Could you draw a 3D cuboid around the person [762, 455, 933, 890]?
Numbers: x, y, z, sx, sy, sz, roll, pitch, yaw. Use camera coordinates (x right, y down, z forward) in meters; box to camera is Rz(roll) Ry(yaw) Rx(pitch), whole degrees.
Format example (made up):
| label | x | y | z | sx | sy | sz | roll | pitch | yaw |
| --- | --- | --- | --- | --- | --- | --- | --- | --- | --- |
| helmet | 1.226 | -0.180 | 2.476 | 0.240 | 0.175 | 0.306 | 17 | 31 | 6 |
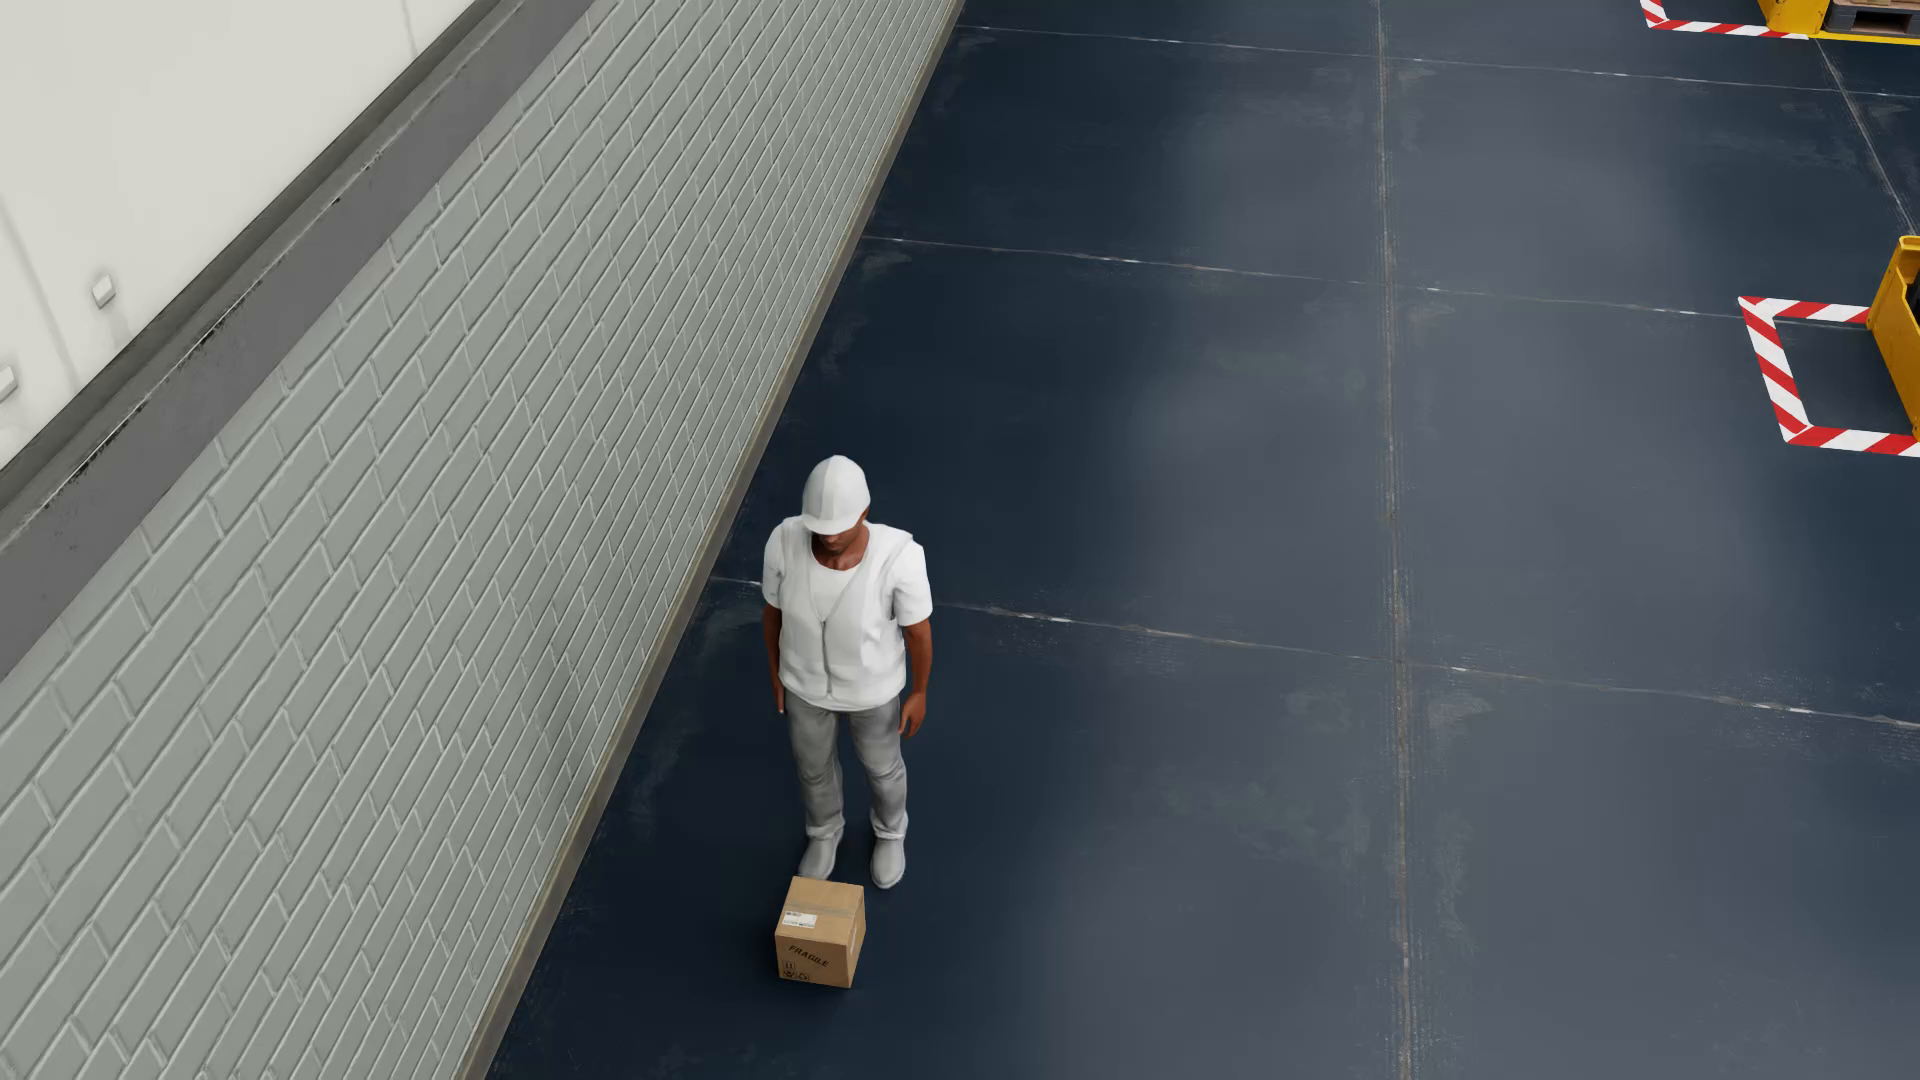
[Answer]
| label | x | y | z | sx | sy | sz | roll | pitch | yaw |
| --- | --- | --- | --- | --- | --- | --- | --- | --- | --- |
| person | -0.380 | 0.484 | 5.580 | 0.577 | 1.783 | 0.412 | 8 | 41 | 9 |
